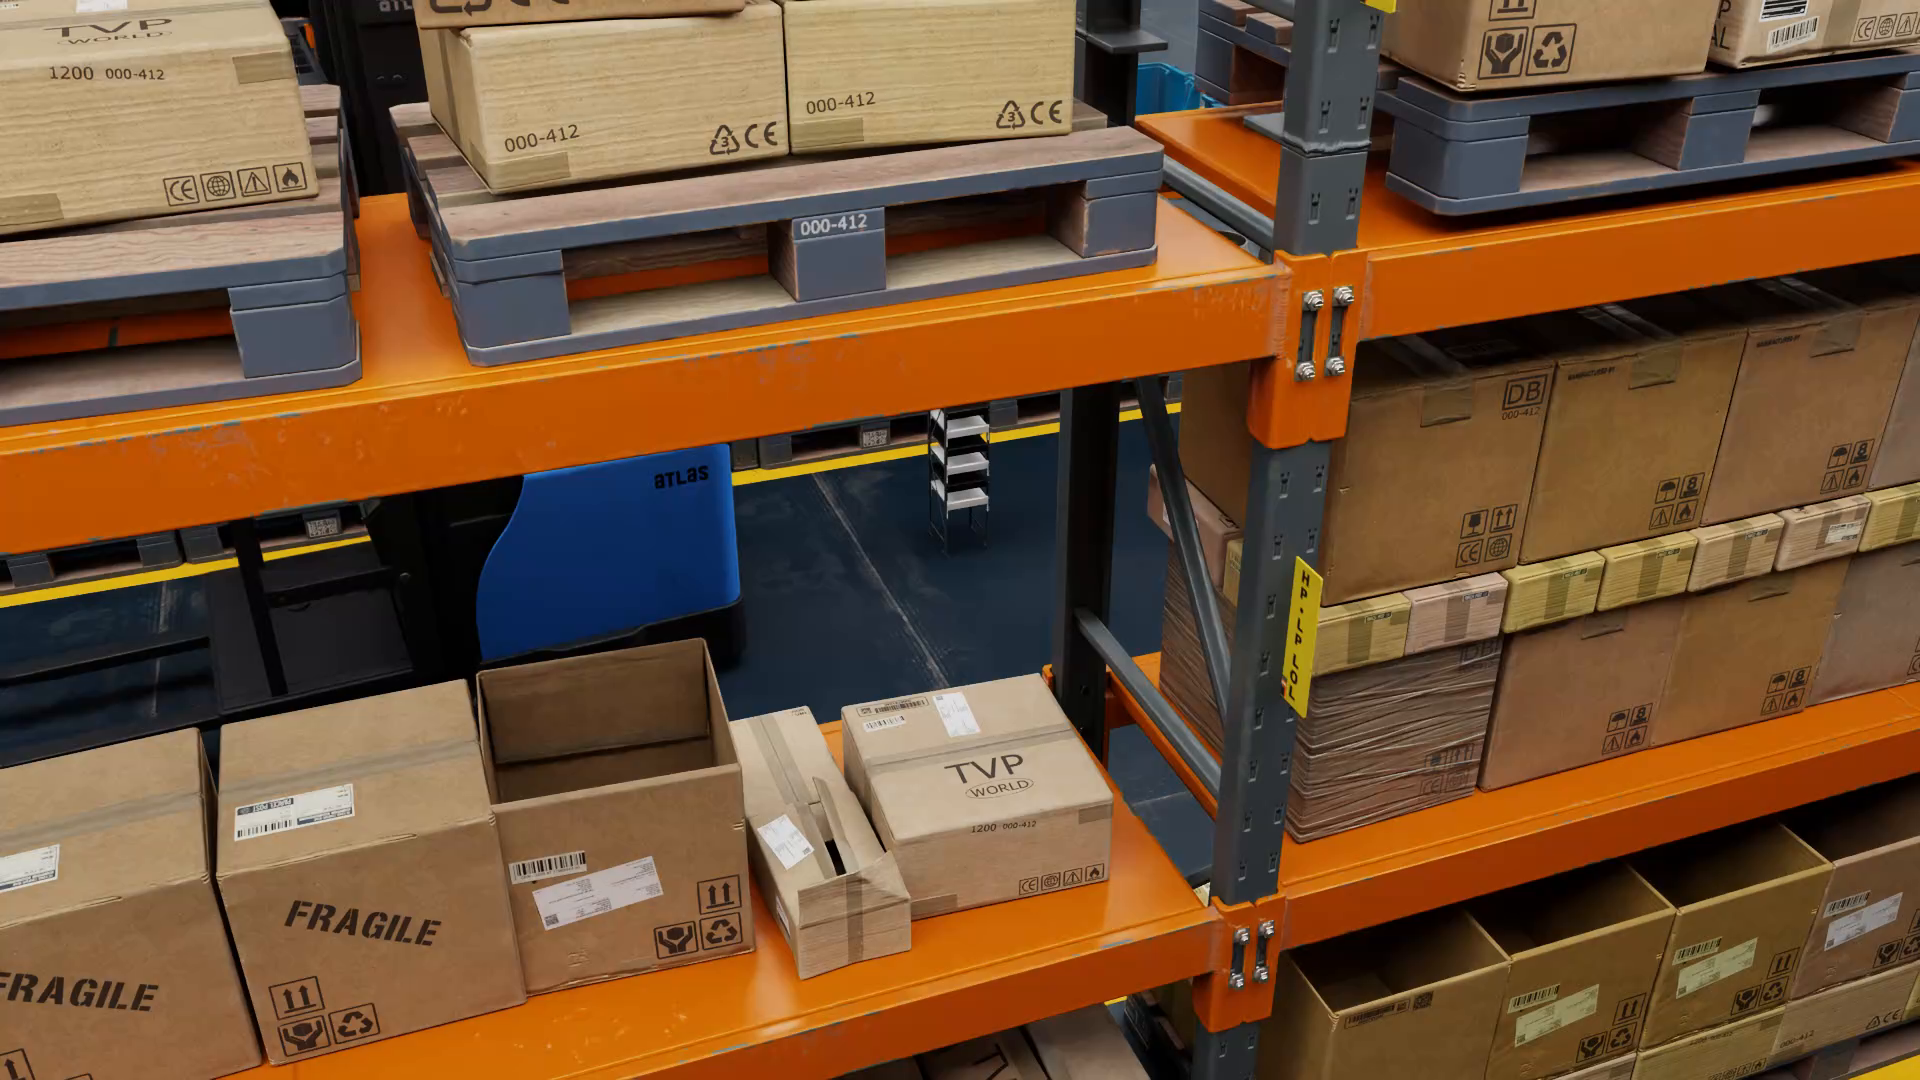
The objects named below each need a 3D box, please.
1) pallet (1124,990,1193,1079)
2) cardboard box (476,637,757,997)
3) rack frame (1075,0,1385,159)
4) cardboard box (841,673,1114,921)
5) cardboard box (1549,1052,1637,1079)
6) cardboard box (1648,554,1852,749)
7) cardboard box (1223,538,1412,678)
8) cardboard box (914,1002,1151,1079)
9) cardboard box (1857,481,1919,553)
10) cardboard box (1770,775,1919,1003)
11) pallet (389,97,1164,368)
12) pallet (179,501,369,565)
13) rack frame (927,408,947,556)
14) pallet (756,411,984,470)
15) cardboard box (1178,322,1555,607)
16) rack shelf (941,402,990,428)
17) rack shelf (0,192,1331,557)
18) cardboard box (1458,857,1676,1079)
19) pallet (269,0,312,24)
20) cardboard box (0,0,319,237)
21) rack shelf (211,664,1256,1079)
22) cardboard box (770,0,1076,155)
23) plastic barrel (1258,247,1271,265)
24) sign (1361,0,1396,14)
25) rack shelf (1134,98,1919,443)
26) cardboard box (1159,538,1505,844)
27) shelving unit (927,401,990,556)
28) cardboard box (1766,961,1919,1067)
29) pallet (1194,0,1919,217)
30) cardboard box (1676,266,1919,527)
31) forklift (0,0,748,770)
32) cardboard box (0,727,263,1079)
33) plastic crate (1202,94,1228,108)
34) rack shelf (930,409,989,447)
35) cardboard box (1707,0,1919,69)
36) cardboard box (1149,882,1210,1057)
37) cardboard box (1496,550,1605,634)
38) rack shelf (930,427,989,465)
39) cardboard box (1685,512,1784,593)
[{"bbox_3d":[1.235,1.506,4.894,1.213,0.211,1.003,-10,31,-18],"label":"pallet"},{"bbox_3d":[-0.744,0.584,3.593,0.500,0.500,0.500,-8,31,-14],"label":"cardboard box"},{"bbox_3d":[0.475,-2.195,2.512,0.127,3.000,1.000,-10,31,-18],"label":"rack frame"},{"bbox_3d":[0.029,0.582,3.849,0.500,0.250,0.500,-8,31,-15],"label":"cardboard box"},{"bbox_3d":[1.485,1.401,4.614,0.500,0.250,0.500,-10,31,-18],"label":"cardboard box"},{"bbox_3d":[1.852,0.110,4.425,0.500,0.500,0.700,-10,31,-17],"label":"cardboard box"},{"bbox_3d":[0.794,0.130,3.735,0.250,0.149,0.380,-10,31,-18],"label":"cardboard box"},{"bbox_3d":[0.195,1.383,4.078,0.500,0.311,0.500,-10,31,-18],"label":"cardboard box"},{"bbox_3d":[2.245,-0.139,4.207,0.250,0.149,0.380,-11,31,-18],"label":"cardboard box"},{"bbox_3d":[2.424,0.904,4.730,0.500,0.500,0.500,-10,31,-18],"label":"cardboard box"},{"bbox_3d":[-0.347,-0.650,3.024,1.217,0.209,0.805,-12,32,-20],"label":"pallet"},{"bbox_3d":[-3.117,-0.309,8.079,1.213,0.211,1.003,-10,31,-18],"label":"pallet"},{"bbox_3d":[-0.103,-0.372,7.494,0.006,0.900,0.240,-10,31,-18],"label":"rack frame"},{"bbox_3d":[-0.605,-0.772,8.891,1.213,0.211,1.003,-10,31,-18],"label":"pallet"},{"bbox_3d":[0.888,-0.275,3.790,0.500,0.500,0.700,-10,31,-17],"label":"cardboard box"},{"bbox_3d":[-0.008,-0.595,7.408,0.200,0.077,0.258,-10,31,-18],"label":"rack shelf"},{"bbox_3d":[-1.400,-0.234,2.826,4.000,0.370,1.077,-10,31,-18],"label":"rack shelf"},{"bbox_3d":[1.484,1.074,4.431,0.500,0.500,0.500,-10,31,-18],"label":"cardboard box"},{"bbox_3d":[-4.884,-3.772,11.534,1.213,0.211,1.003,-10,31,-18],"label":"pallet"},{"bbox_3d":[-1.339,-0.707,2.658,0.500,0.250,0.500,-13,32,-22],"label":"cardboard box"},{"bbox_3d":[-1.400,1.070,3.569,4.000,0.370,1.077,-10,31,-18],"label":"rack shelf"},{"bbox_3d":[-0.106,-0.907,3.008,0.500,0.250,0.500,-7,30,-12],"label":"cardboard box"},{"bbox_3d":[1.910,-1.530,9.494,0.421,0.512,0.421,0,30,0],"label":"plastic barrel"},{"bbox_3d":[0.673,-1.003,2.609,0.005,0.325,0.100,-10,31,-18],"label":"sign"},{"bbox_3d":[2.349,-0.924,4.038,4.000,0.370,1.077,-10,31,-18],"label":"rack shelf"},{"bbox_3d":[0.888,0.289,4.112,0.500,0.500,0.700,-11,32,-19],"label":"cardboard box"},{"bbox_3d":[-0.008,-0.390,7.525,0.210,0.900,0.258,-10,31,-18],"label":"shelving unit"},{"bbox_3d":[2.422,1.228,4.918,0.500,0.250,0.500,-10,31,-18],"label":"cardboard box"},{"bbox_3d":[1.265,-1.012,3.556,1.213,0.211,1.003,-10,31,-18],"label":"pallet"},{"bbox_3d":[1.831,-0.449,4.096,0.500,0.500,0.700,-10,31,-18],"label":"cardboard box"},{"bbox_3d":[-2.436,-0.680,5.982,3.031,2.935,1.130,-13,32,-21],"label":"forklift"},{"bbox_3d":[-1.707,0.762,3.282,0.500,0.500,0.500,-12,32,-20],"label":"cardboard box"},{"bbox_3d":[1.525,-2.178,8.693,0.408,0.251,0.499,-10,31,-18],"label":"plastic crate"},{"bbox_3d":[-0.008,-0.517,7.452,0.200,0.077,0.258,-10,31,-18],"label":"rack shelf"},{"bbox_3d":[1.545,-1.154,3.239,0.500,0.311,0.500,-12,32,-20],"label":"cardboard box"},{"bbox_3d":[0.833,1.243,4.892,0.500,0.250,0.500,-10,31,-18],"label":"cardboard box"},{"bbox_3d":[1.271,0.041,3.891,0.250,0.149,0.380,-11,32,-19],"label":"cardboard box"},{"bbox_3d":[-0.008,-0.439,7.497,0.200,0.077,0.258,-10,31,-18],"label":"rack shelf"},{"bbox_3d":[1.751,-0.047,4.046,0.250,0.149,0.380,-11,32,-19],"label":"cardboard box"}]
